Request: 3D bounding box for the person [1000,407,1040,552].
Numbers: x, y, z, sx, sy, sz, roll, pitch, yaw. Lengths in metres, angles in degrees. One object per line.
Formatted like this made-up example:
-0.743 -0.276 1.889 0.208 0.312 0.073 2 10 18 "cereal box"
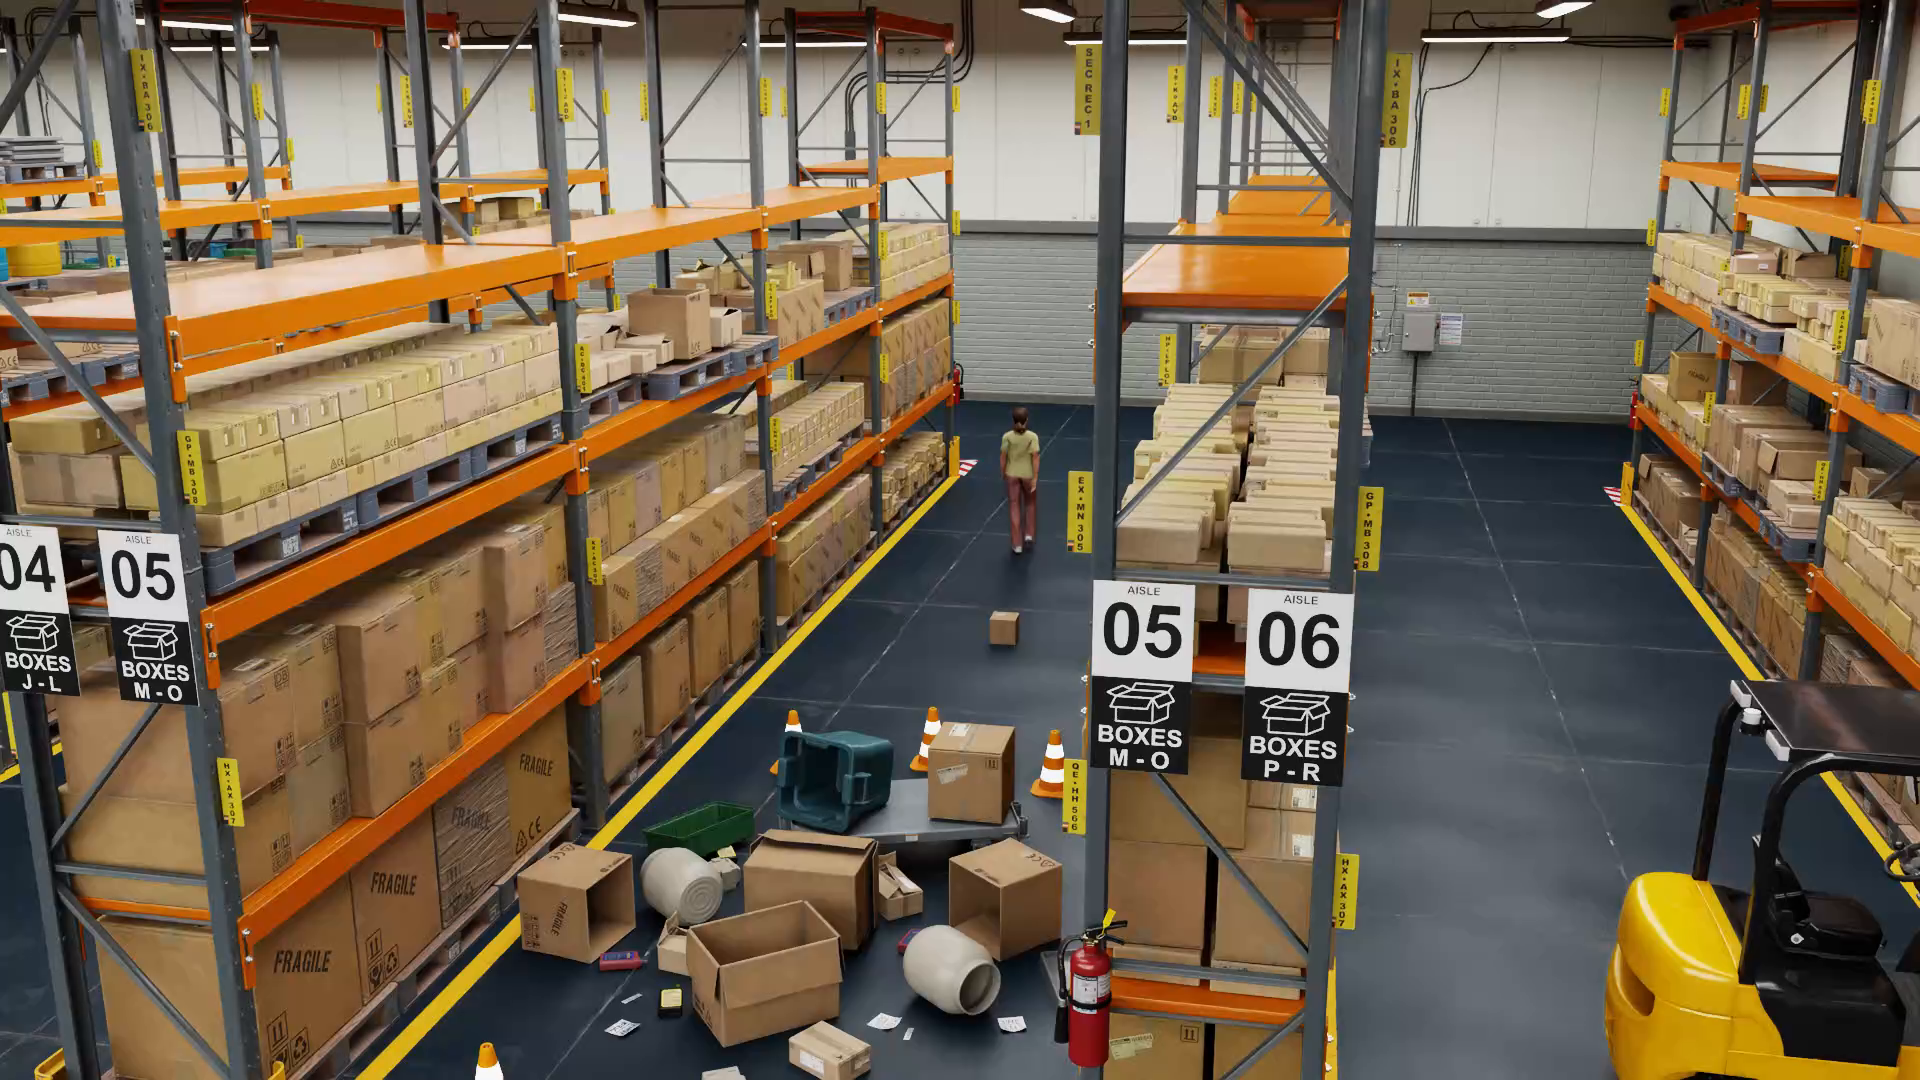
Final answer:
0.689 -0.694 19.074 0.454 1.686 0.703 1 15 3 "person"
